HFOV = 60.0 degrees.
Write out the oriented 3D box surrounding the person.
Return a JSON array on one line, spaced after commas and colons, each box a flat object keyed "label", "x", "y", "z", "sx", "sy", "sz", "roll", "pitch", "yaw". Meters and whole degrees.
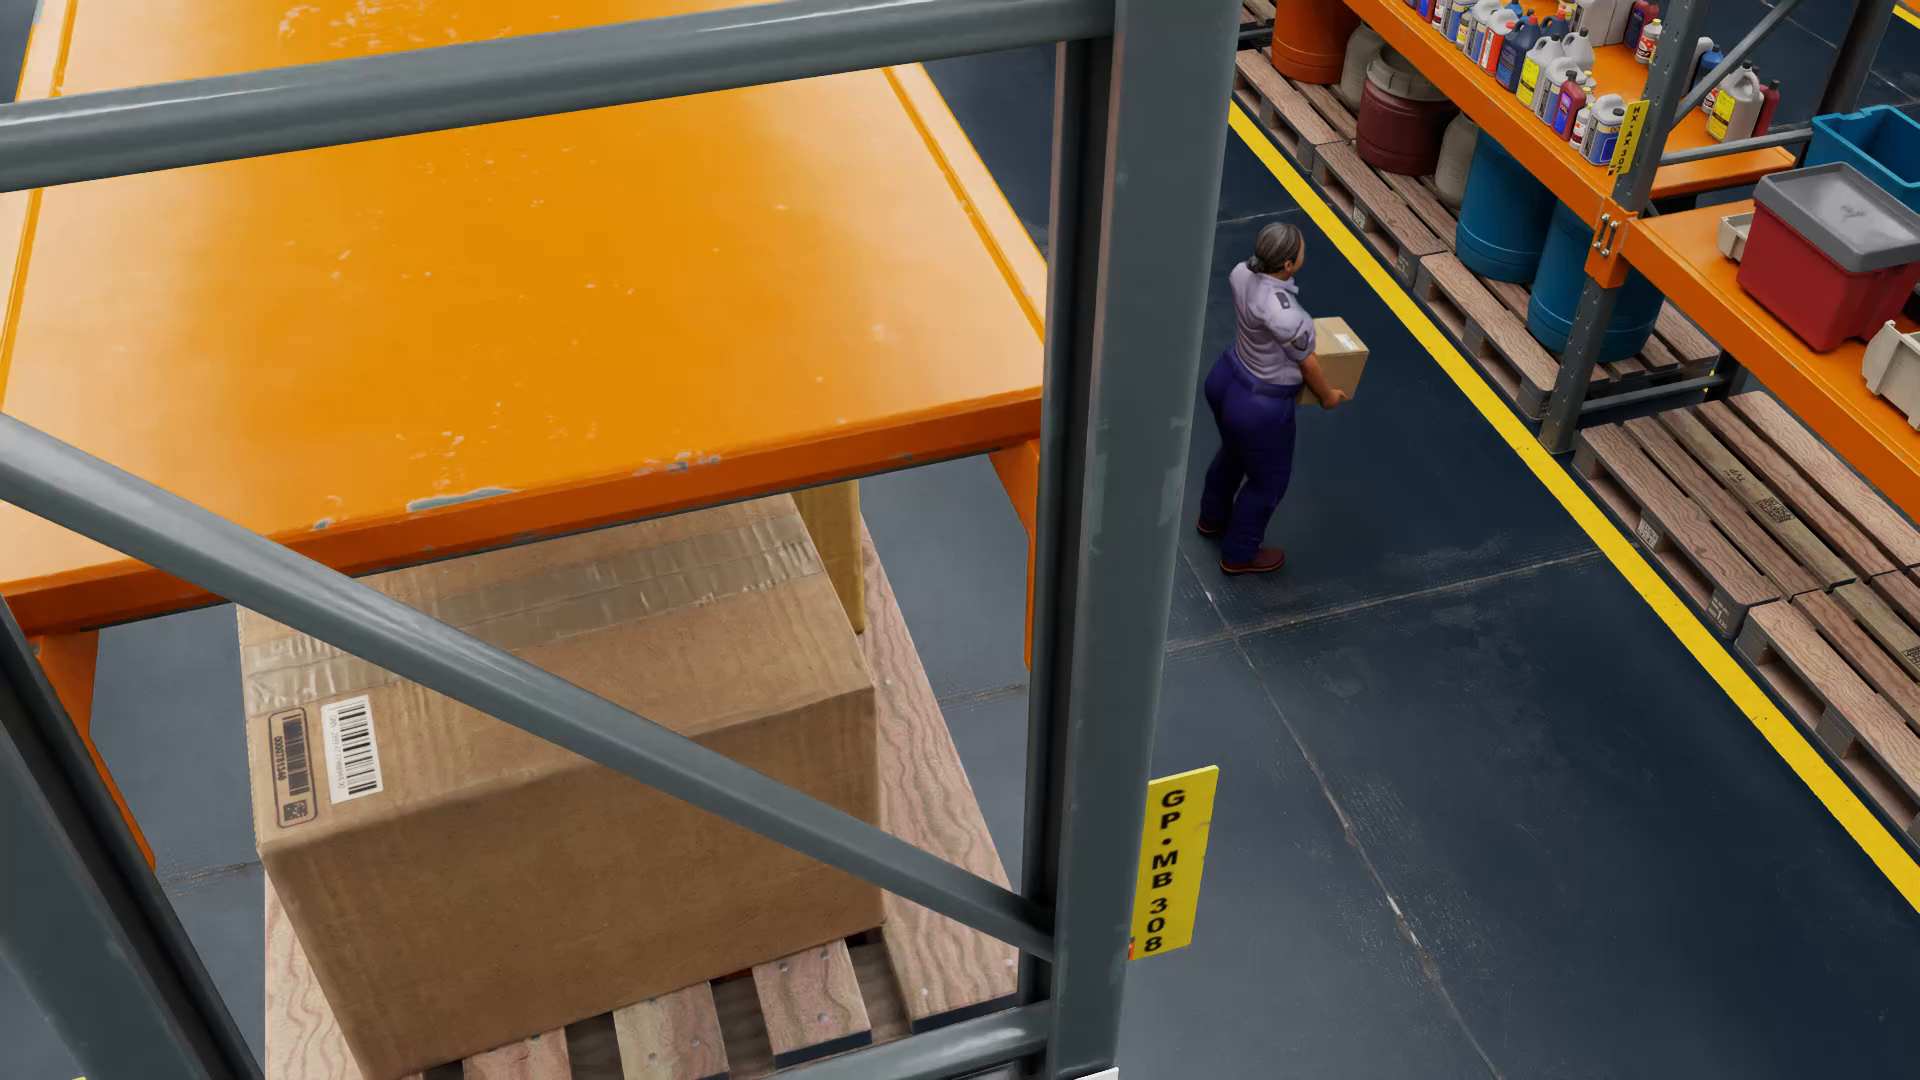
[{"label": "person", "x": 1.286, "y": -0.599, "z": 6.847, "sx": 0.528, "sy": 1.647, "sz": 0.435, "roll": -13, "pitch": 44, "yaw": -13}]
